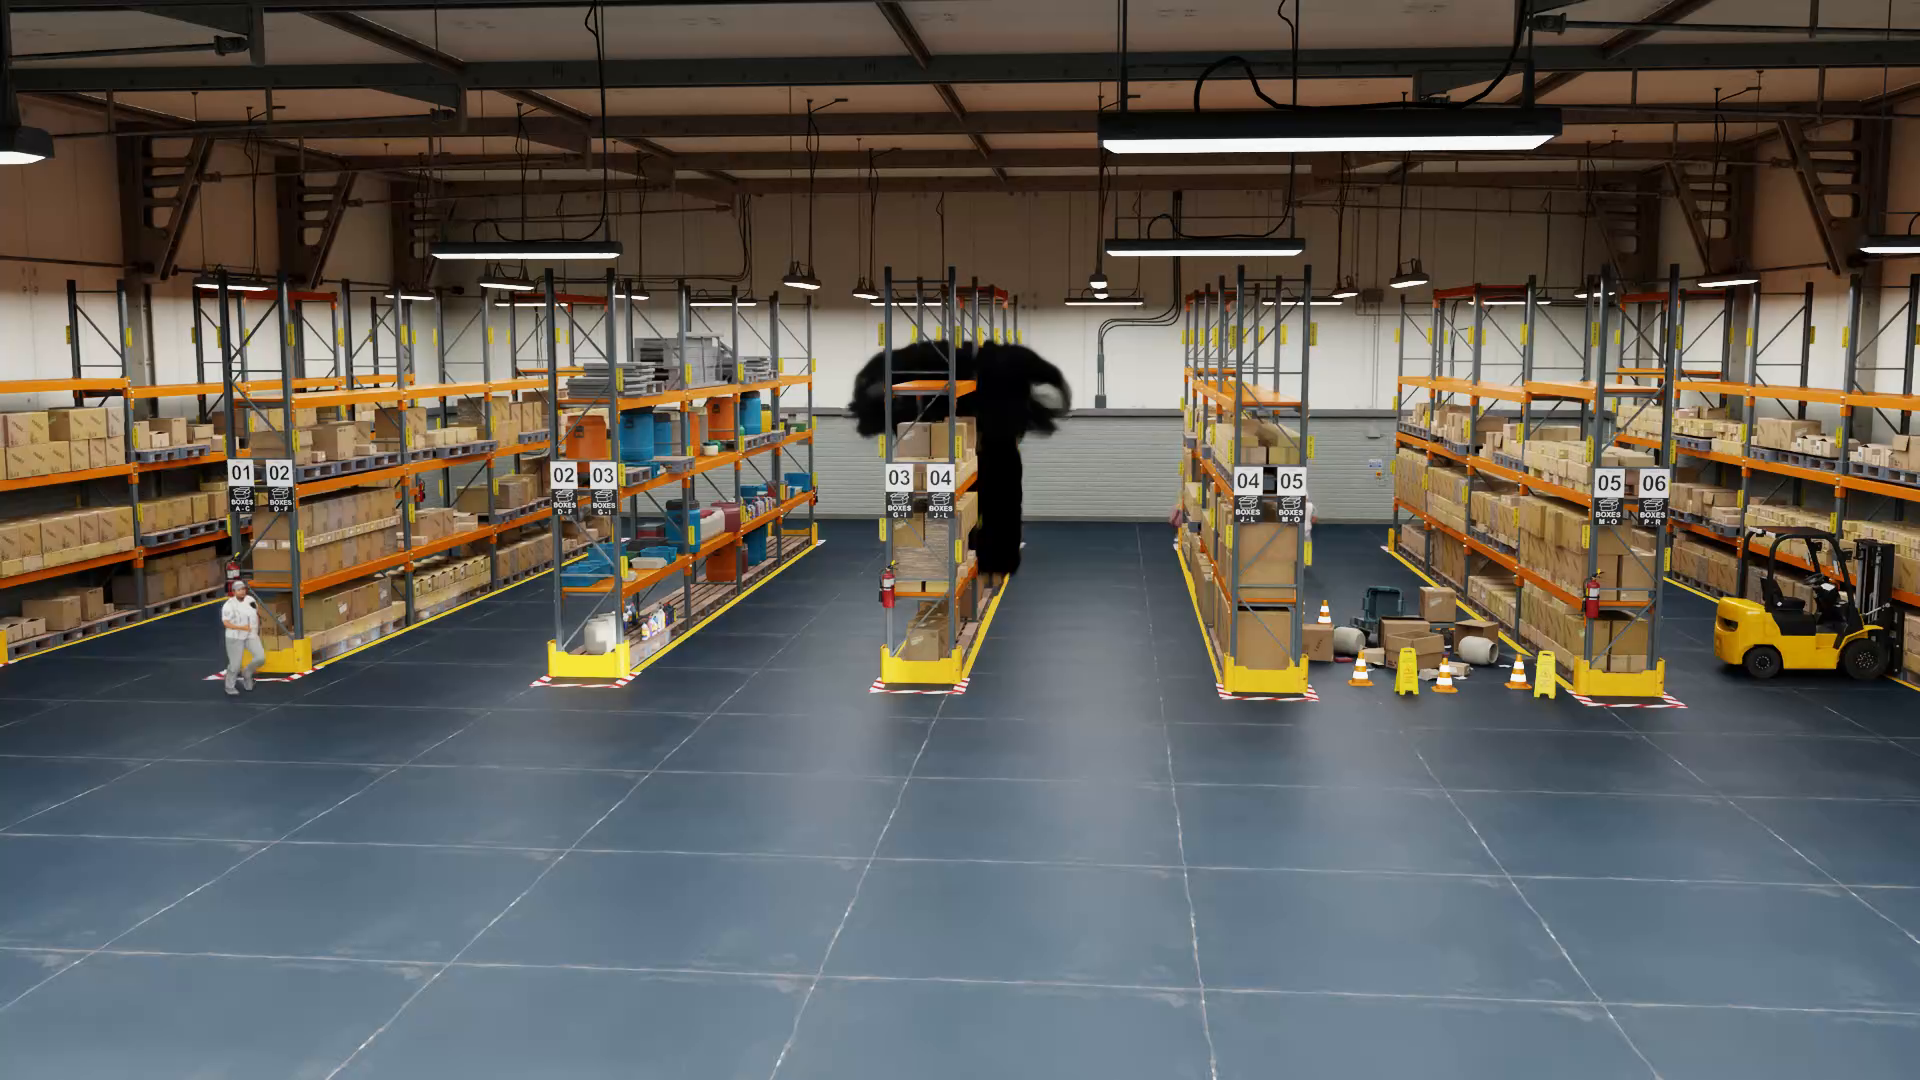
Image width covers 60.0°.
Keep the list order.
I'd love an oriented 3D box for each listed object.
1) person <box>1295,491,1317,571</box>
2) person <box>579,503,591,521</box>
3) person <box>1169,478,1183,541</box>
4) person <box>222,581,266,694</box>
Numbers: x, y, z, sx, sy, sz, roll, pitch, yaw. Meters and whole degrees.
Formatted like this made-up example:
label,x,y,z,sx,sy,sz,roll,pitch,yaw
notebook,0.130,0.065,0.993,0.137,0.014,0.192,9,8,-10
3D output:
label,x,y,z,sx,sy,sz,roll,pitch,yaw
person,7.366,-0.229,35.950,0.661,1.735,0.642,0,7,2
person,-9.516,-0.909,41.969,0.710,1.714,0.617,2,7,12
person,5.433,-0.755,40.756,0.515,1.621,0.621,-4,8,-32
person,-10.025,1.364,23.294,0.760,1.619,0.622,6,9,41
